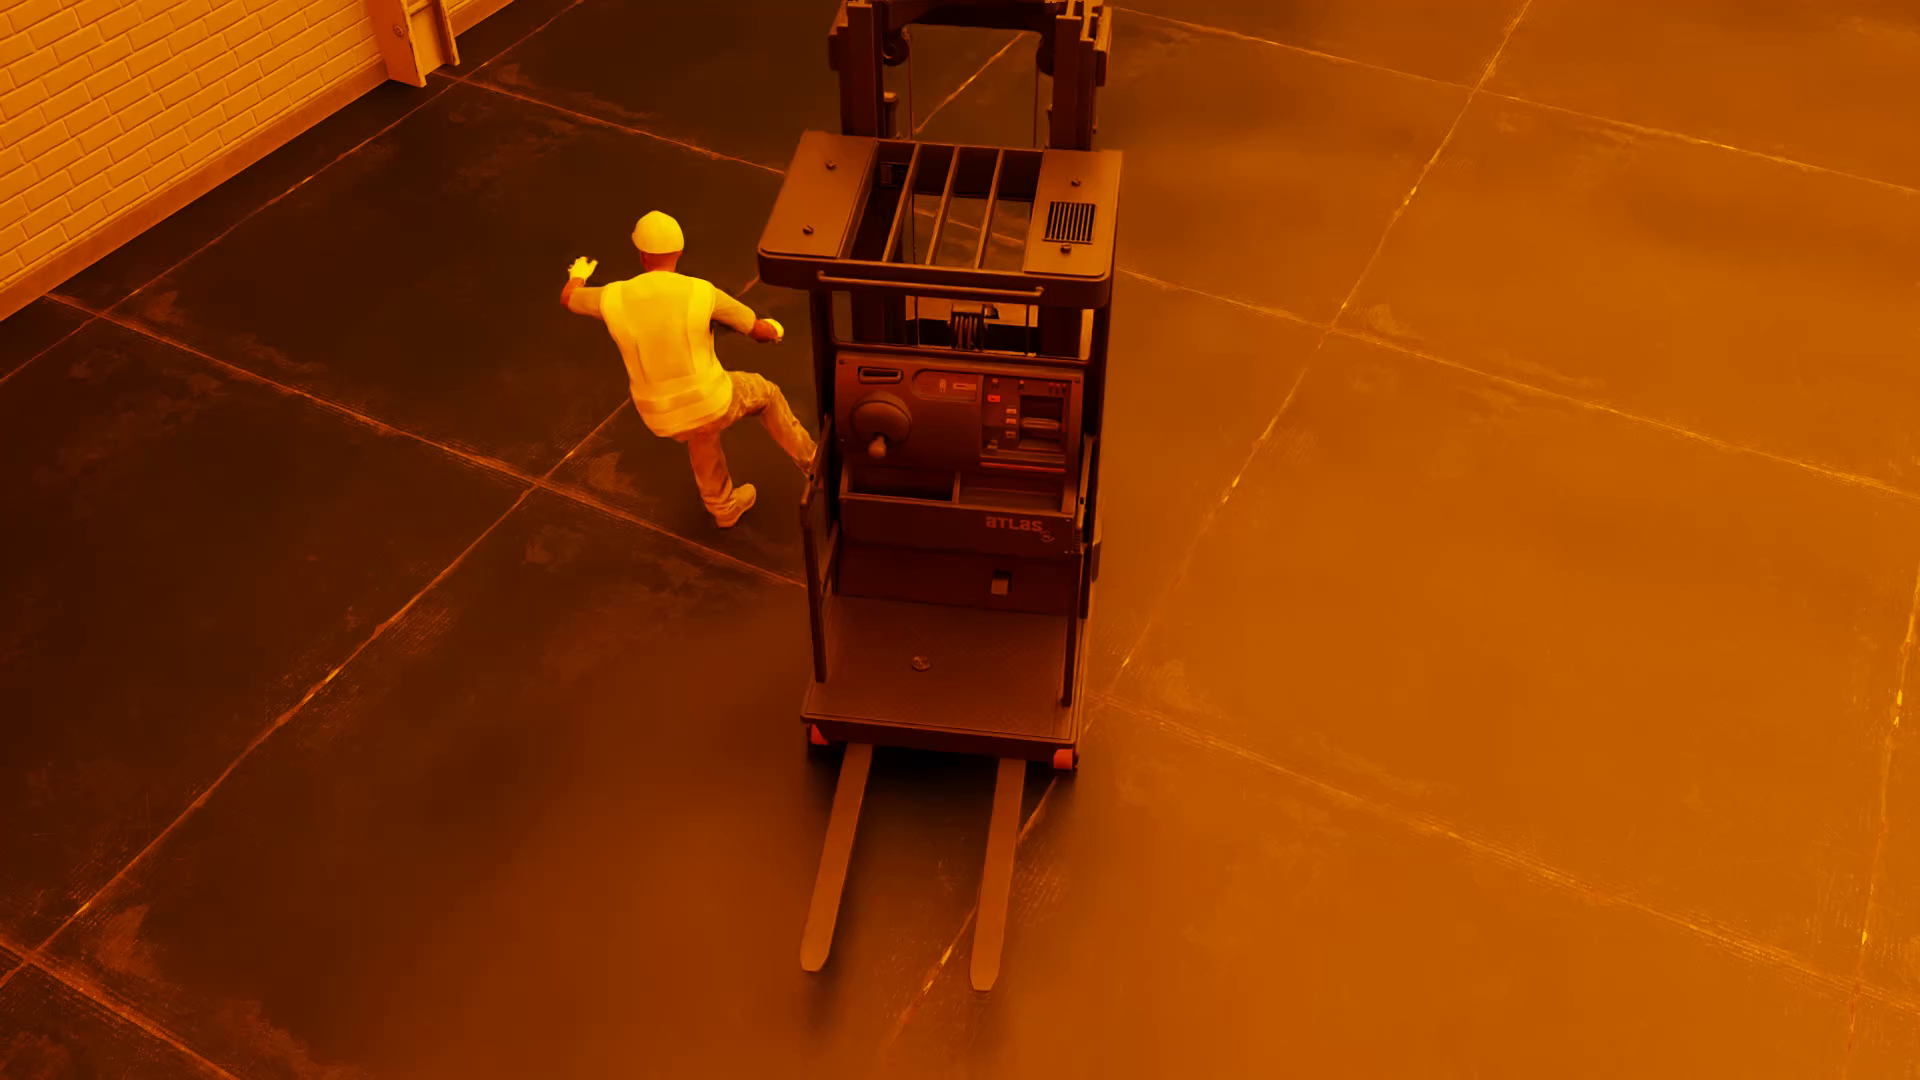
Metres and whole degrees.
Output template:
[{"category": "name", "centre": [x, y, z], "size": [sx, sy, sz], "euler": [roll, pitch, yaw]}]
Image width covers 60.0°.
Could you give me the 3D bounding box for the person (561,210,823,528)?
[{"category": "person", "centre": [-1.108, -0.834, 7.585], "size": [1.308, 1.530, 0.931], "euler": [-5, 44, -5]}]

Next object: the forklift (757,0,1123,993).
[{"category": "forklift", "centre": [-0.033, -0.388, 6.066], "size": [1.130, 2.935, 3.031], "euler": [5, 44, 5]}]
